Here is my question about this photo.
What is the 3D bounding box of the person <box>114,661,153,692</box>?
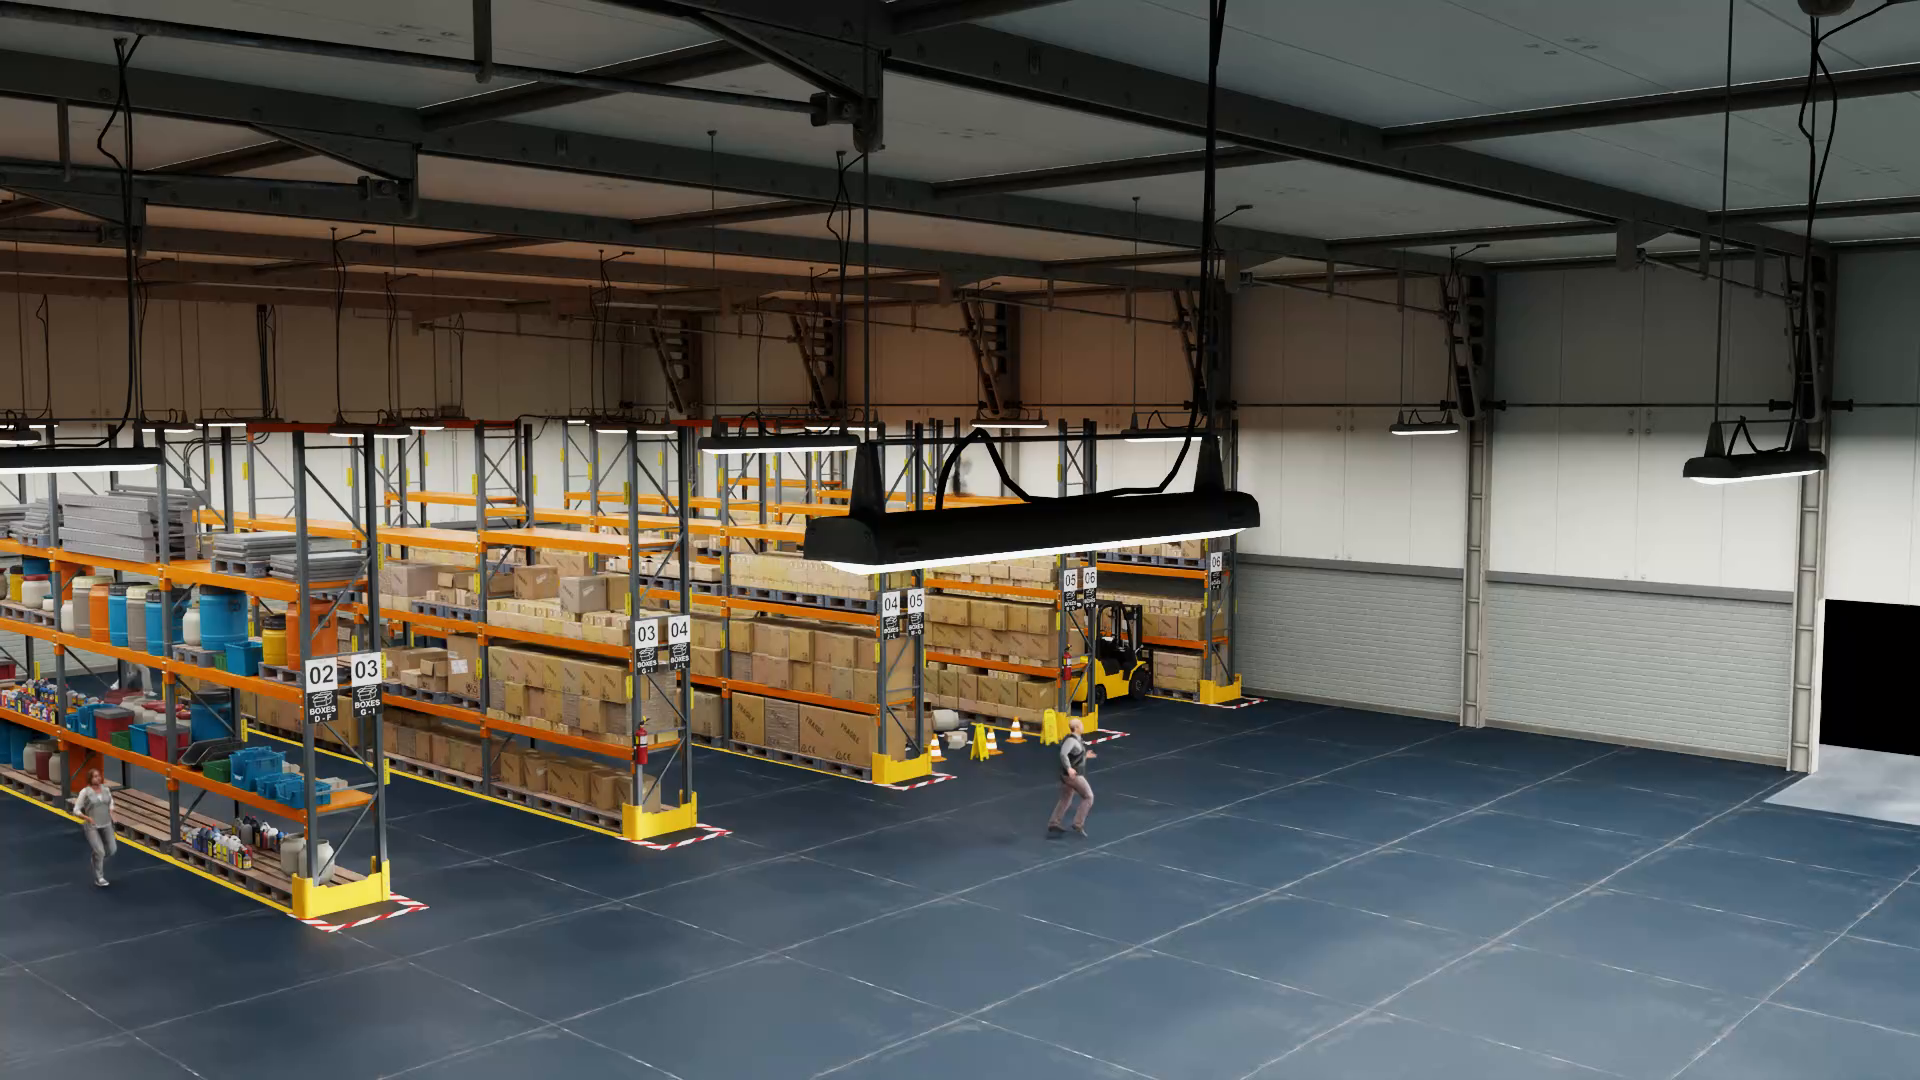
[{"bbox_3d":[-17.897,2.514,35.950,0.753,1.571,0.596,-3,6,-33],"label":"person"}]

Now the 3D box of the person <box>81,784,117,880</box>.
[{"bbox_3d":[-11.364,3.842,21.889,0.467,1.257,0.350,4,6,37],"label":"person"}]

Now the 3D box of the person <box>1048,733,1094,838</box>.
[{"bbox_3d":[-7.899,3.124,30.203,17.049,1.535,15.608,-1,5,-11],"label":"person"}]
